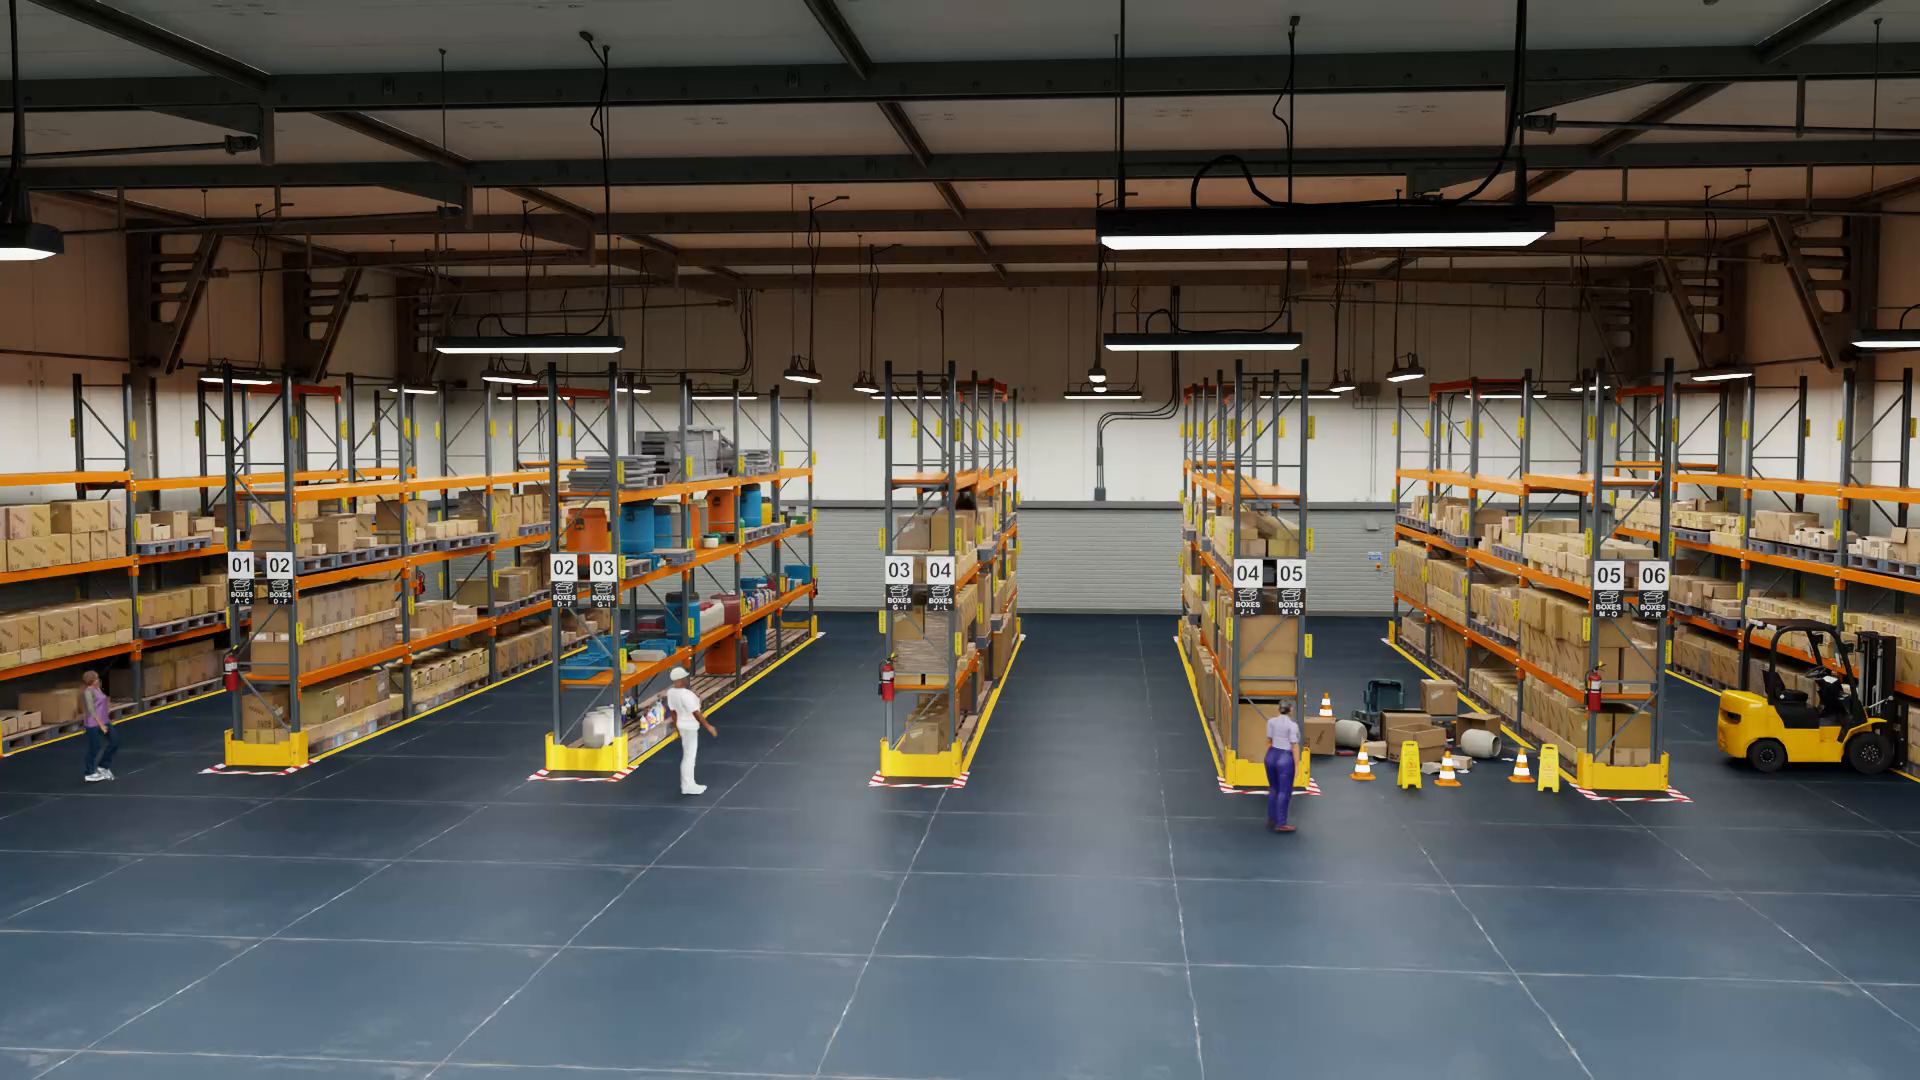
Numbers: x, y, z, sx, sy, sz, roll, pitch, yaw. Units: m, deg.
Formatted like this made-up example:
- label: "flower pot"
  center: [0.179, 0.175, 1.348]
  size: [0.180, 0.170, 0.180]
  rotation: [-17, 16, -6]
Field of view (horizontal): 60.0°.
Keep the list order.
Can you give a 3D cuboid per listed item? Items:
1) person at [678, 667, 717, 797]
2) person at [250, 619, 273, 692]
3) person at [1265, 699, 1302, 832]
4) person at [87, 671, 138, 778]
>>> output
- label: "person"
  center: [-3.612, 2.621, 22.918]
  size: [0.532, 1.762, 0.720]
  rotation: [-1, 4, -8]
- label: "person"
  center: [-13.224, 2.064, 31.588]
  size: [0.435, 1.745, 0.596]
  rotation: [0, 4, 6]
- label: "person"
  center: [4.051, 2.809, 20.792]
  size: [0.359, 1.655, 0.503]
  rotation: [-2, 4, -32]
- label: "person"
  center: [-12.131, 2.640, 23.615]
  size: [0.659, 1.573, 0.490]
  rotation: [0, 4, 6]
